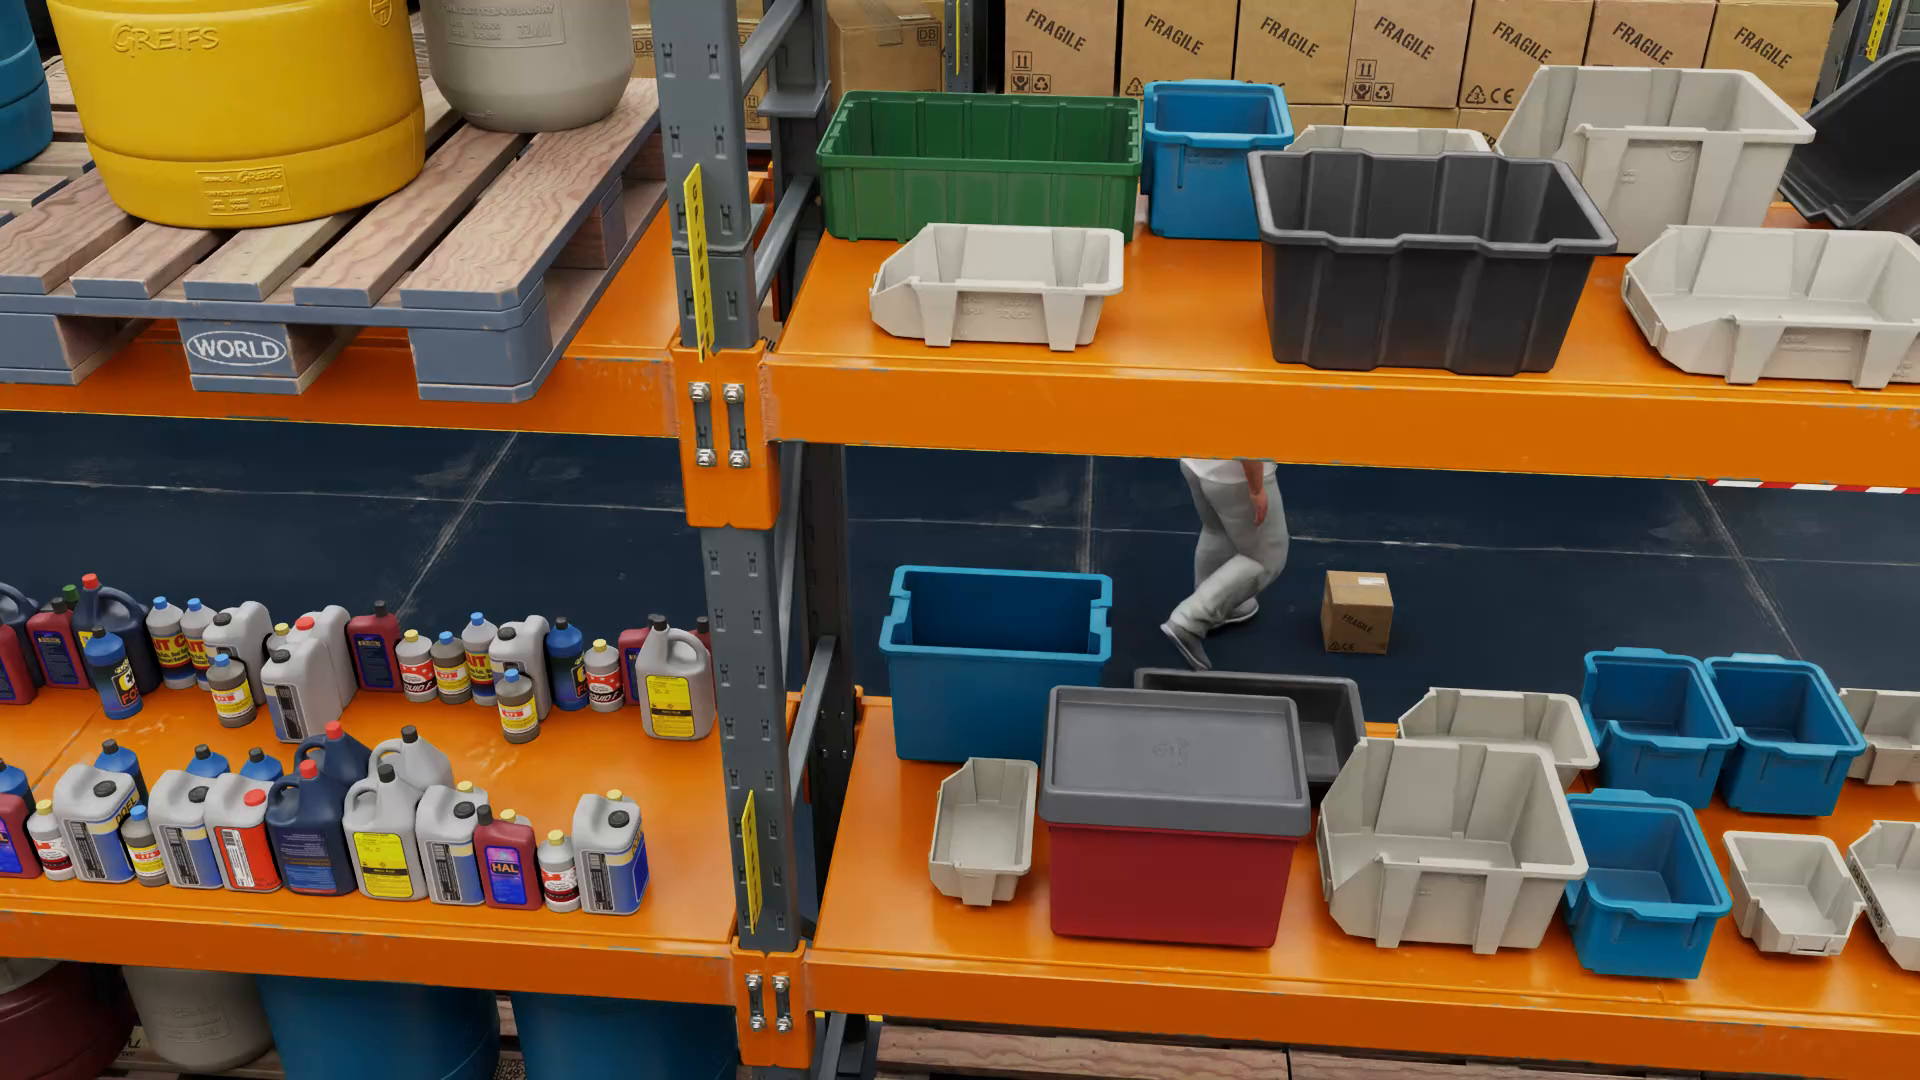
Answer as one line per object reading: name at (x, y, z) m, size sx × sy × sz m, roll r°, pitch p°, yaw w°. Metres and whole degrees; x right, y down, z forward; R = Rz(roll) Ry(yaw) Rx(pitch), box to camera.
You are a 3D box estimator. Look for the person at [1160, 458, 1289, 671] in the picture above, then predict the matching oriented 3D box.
person at (1.048, -0.307, 6.587) m, size 0.654 × 1.743 × 0.589 m, roll -12°, pitch 34°, yaw -19°
